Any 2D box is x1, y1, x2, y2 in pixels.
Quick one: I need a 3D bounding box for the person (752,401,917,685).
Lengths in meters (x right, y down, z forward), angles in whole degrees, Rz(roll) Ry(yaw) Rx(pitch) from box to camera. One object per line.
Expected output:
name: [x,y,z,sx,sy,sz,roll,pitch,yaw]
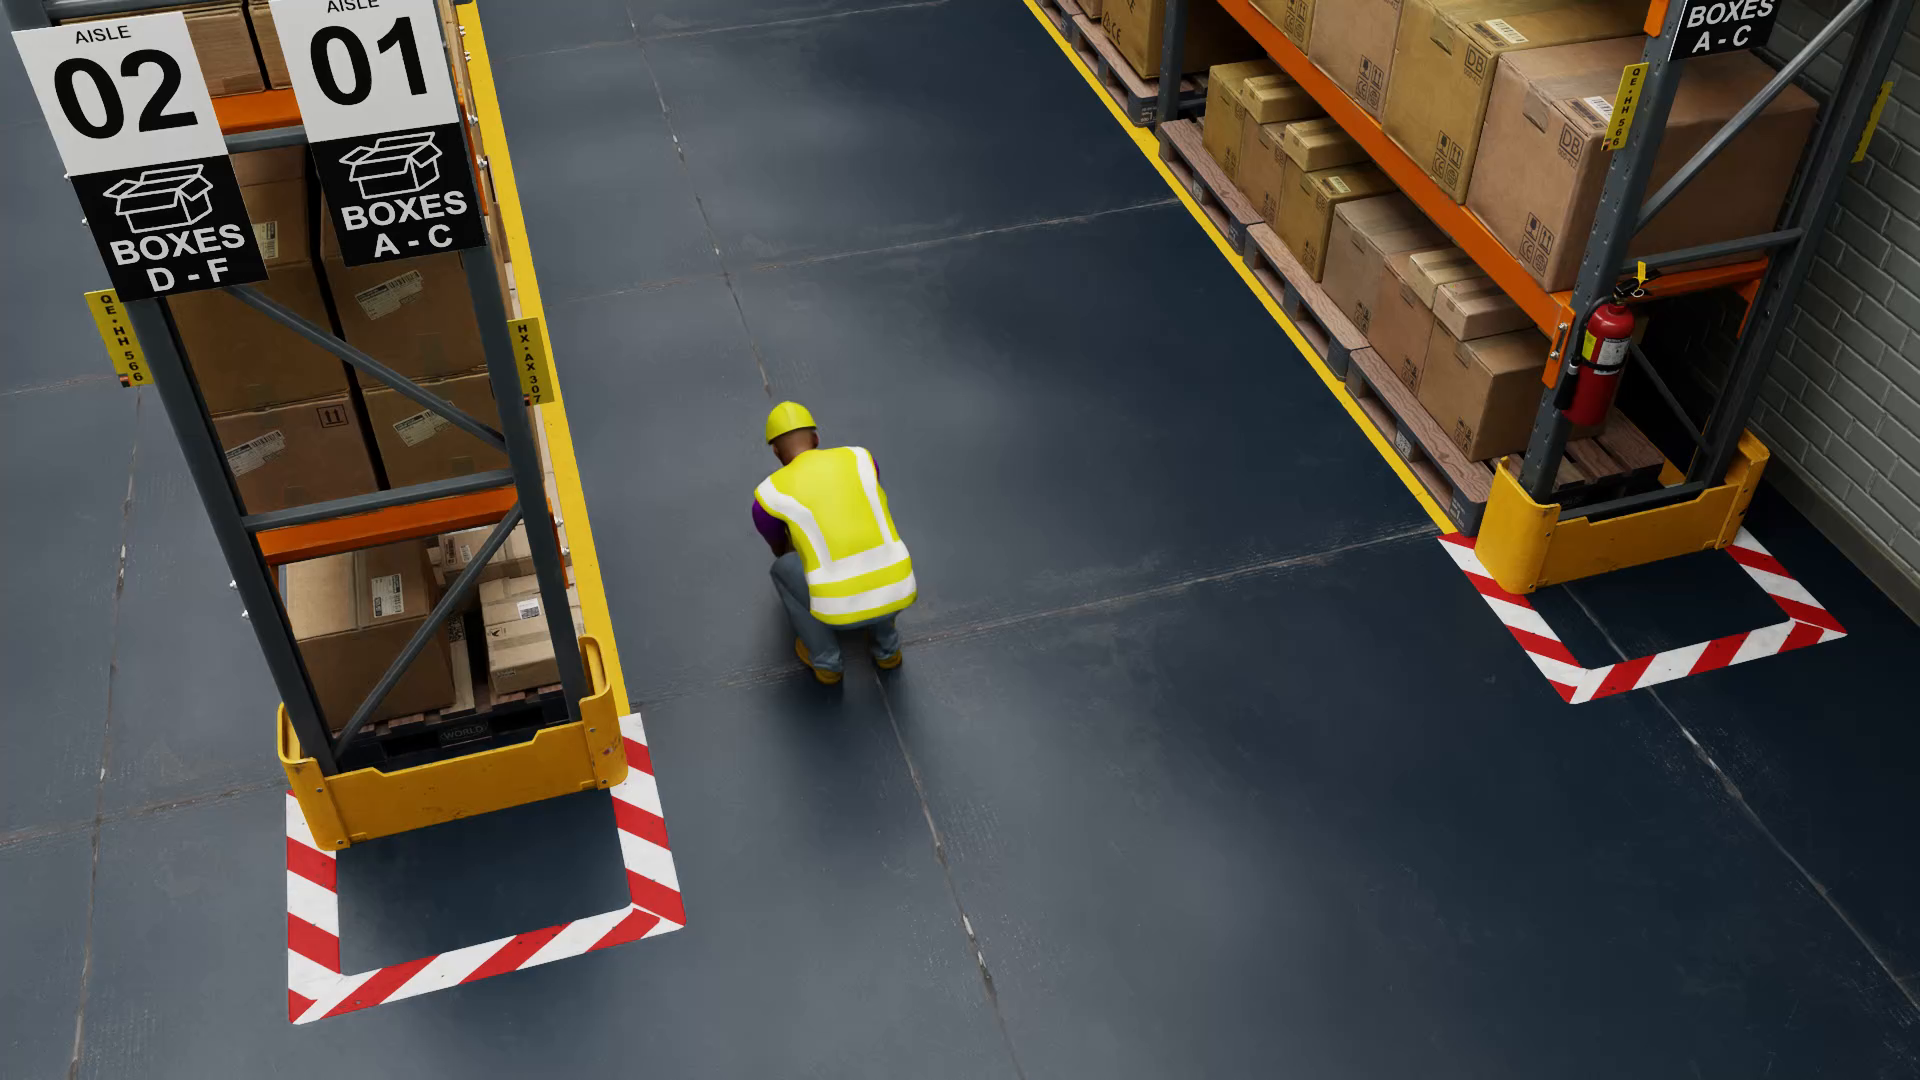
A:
person: [-0.538,0.020,6.691,0.542,1.011,0.912,-16,44,-17]
